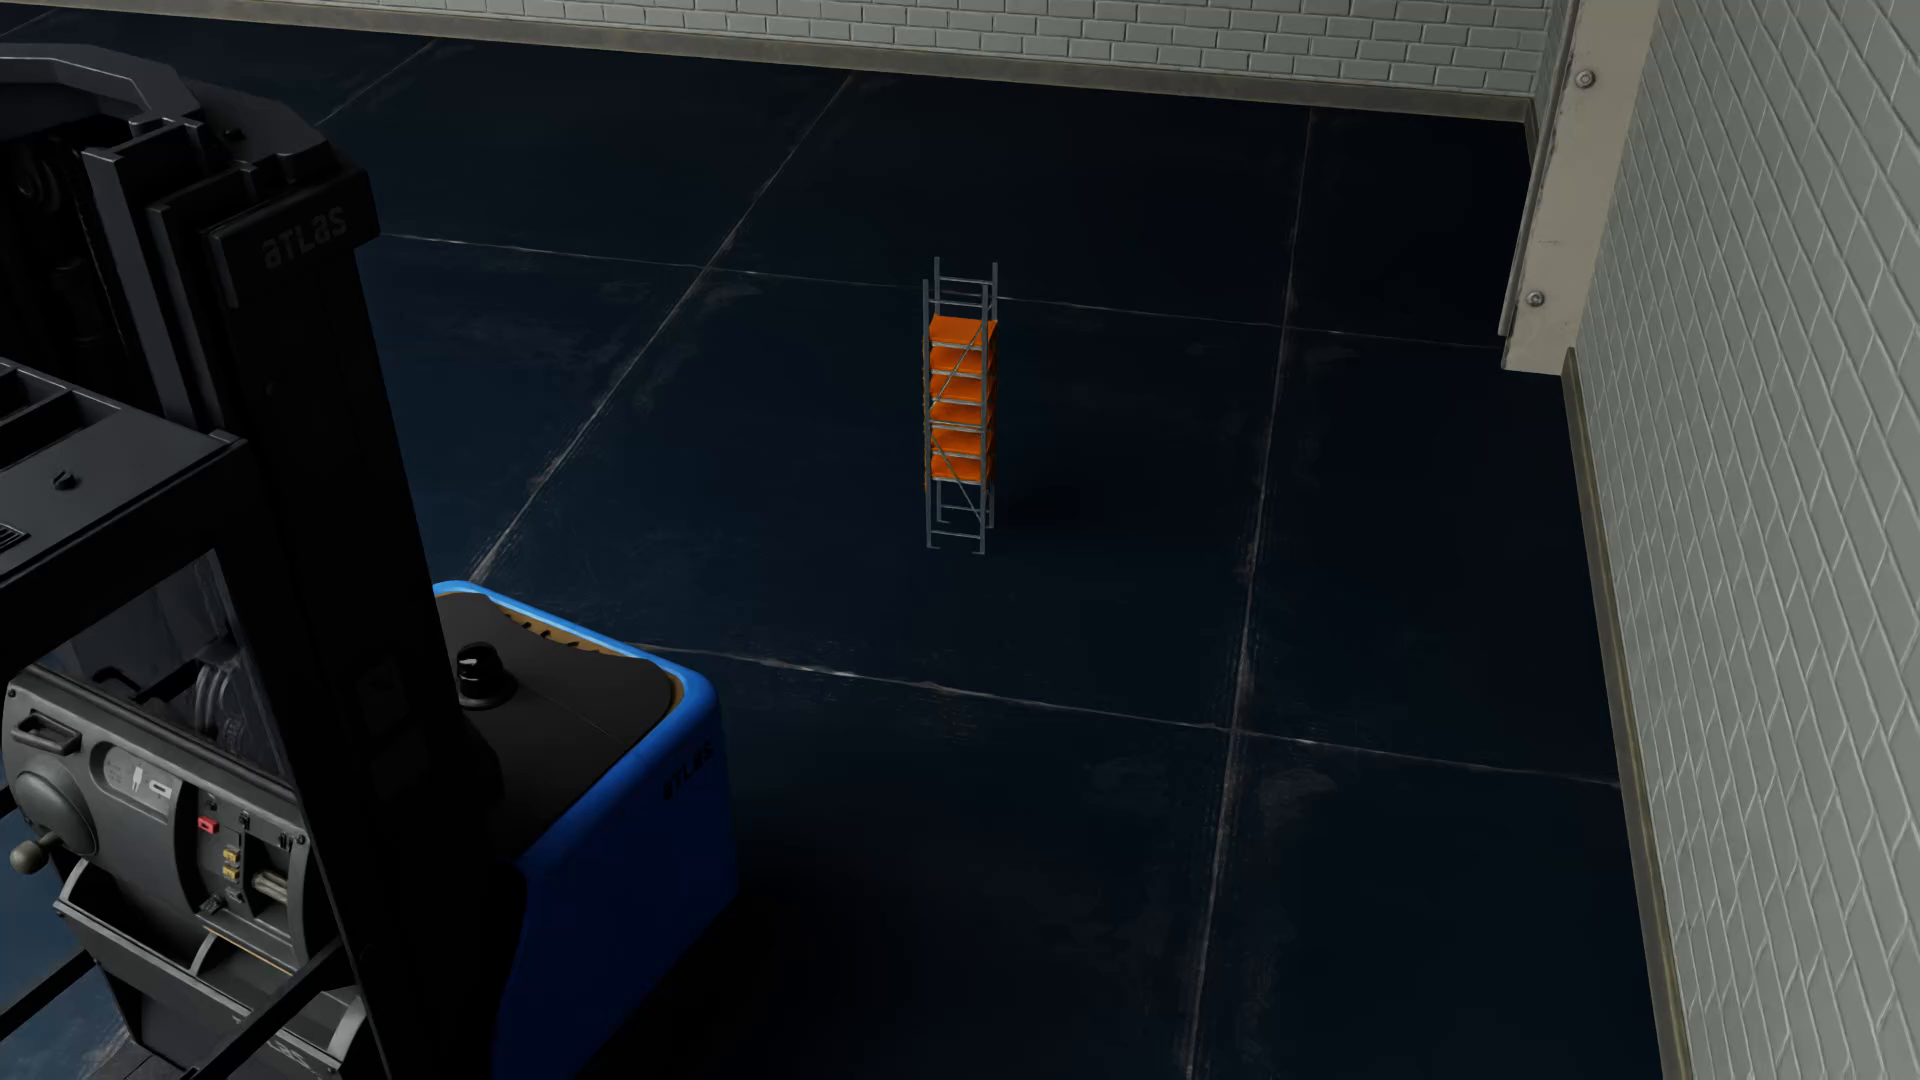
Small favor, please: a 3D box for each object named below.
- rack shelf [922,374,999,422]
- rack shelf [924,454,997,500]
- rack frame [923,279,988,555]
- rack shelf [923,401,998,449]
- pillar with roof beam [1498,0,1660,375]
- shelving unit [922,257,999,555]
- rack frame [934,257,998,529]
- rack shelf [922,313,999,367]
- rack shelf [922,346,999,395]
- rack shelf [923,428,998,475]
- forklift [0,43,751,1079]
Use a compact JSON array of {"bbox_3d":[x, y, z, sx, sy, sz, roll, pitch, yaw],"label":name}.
[{"bbox_3d":[0.003,-0.555,6.365,0.258,0.103,0.180,7,37,10],"label":"rack shelf"},{"bbox_3d":[0.003,-0.264,6.576,0.258,0.103,0.180,7,37,10],"label":"rack shelf"},{"bbox_3d":[-0.016,-0.442,6.337,0.240,1.200,0.006,7,37,10],"label":"rack frame"},{"bbox_3d":[0.003,-0.458,6.435,0.258,0.103,0.180,7,37,10],"label":"rack shelf"},{"bbox_3d":[-1.452,-5.086,6.099,9.100,9.000,0.400,7,37,10],"label":"pillar with roof beam"},{"bbox_3d":[0.003,-0.494,6.409,0.258,1.200,0.189,7,37,10],"label":"shelving unit"},{"bbox_3d":[0.023,-0.547,6.482,0.240,1.200,0.006,7,37,10],"label":"rack frame"},{"bbox_3d":[0.003,-0.750,6.224,0.258,0.103,0.180,7,37,10],"label":"rack shelf"},{"bbox_3d":[0.003,-0.652,6.295,0.258,0.103,0.180,7,37,10],"label":"rack shelf"},{"bbox_3d":[0.003,-0.361,6.506,0.258,0.103,0.180,7,37,10],"label":"rack shelf"},{"bbox_3d":[-1.789,0.667,3.332,1.130,2.935,3.031,18,40,24],"label":"forklift"}]
